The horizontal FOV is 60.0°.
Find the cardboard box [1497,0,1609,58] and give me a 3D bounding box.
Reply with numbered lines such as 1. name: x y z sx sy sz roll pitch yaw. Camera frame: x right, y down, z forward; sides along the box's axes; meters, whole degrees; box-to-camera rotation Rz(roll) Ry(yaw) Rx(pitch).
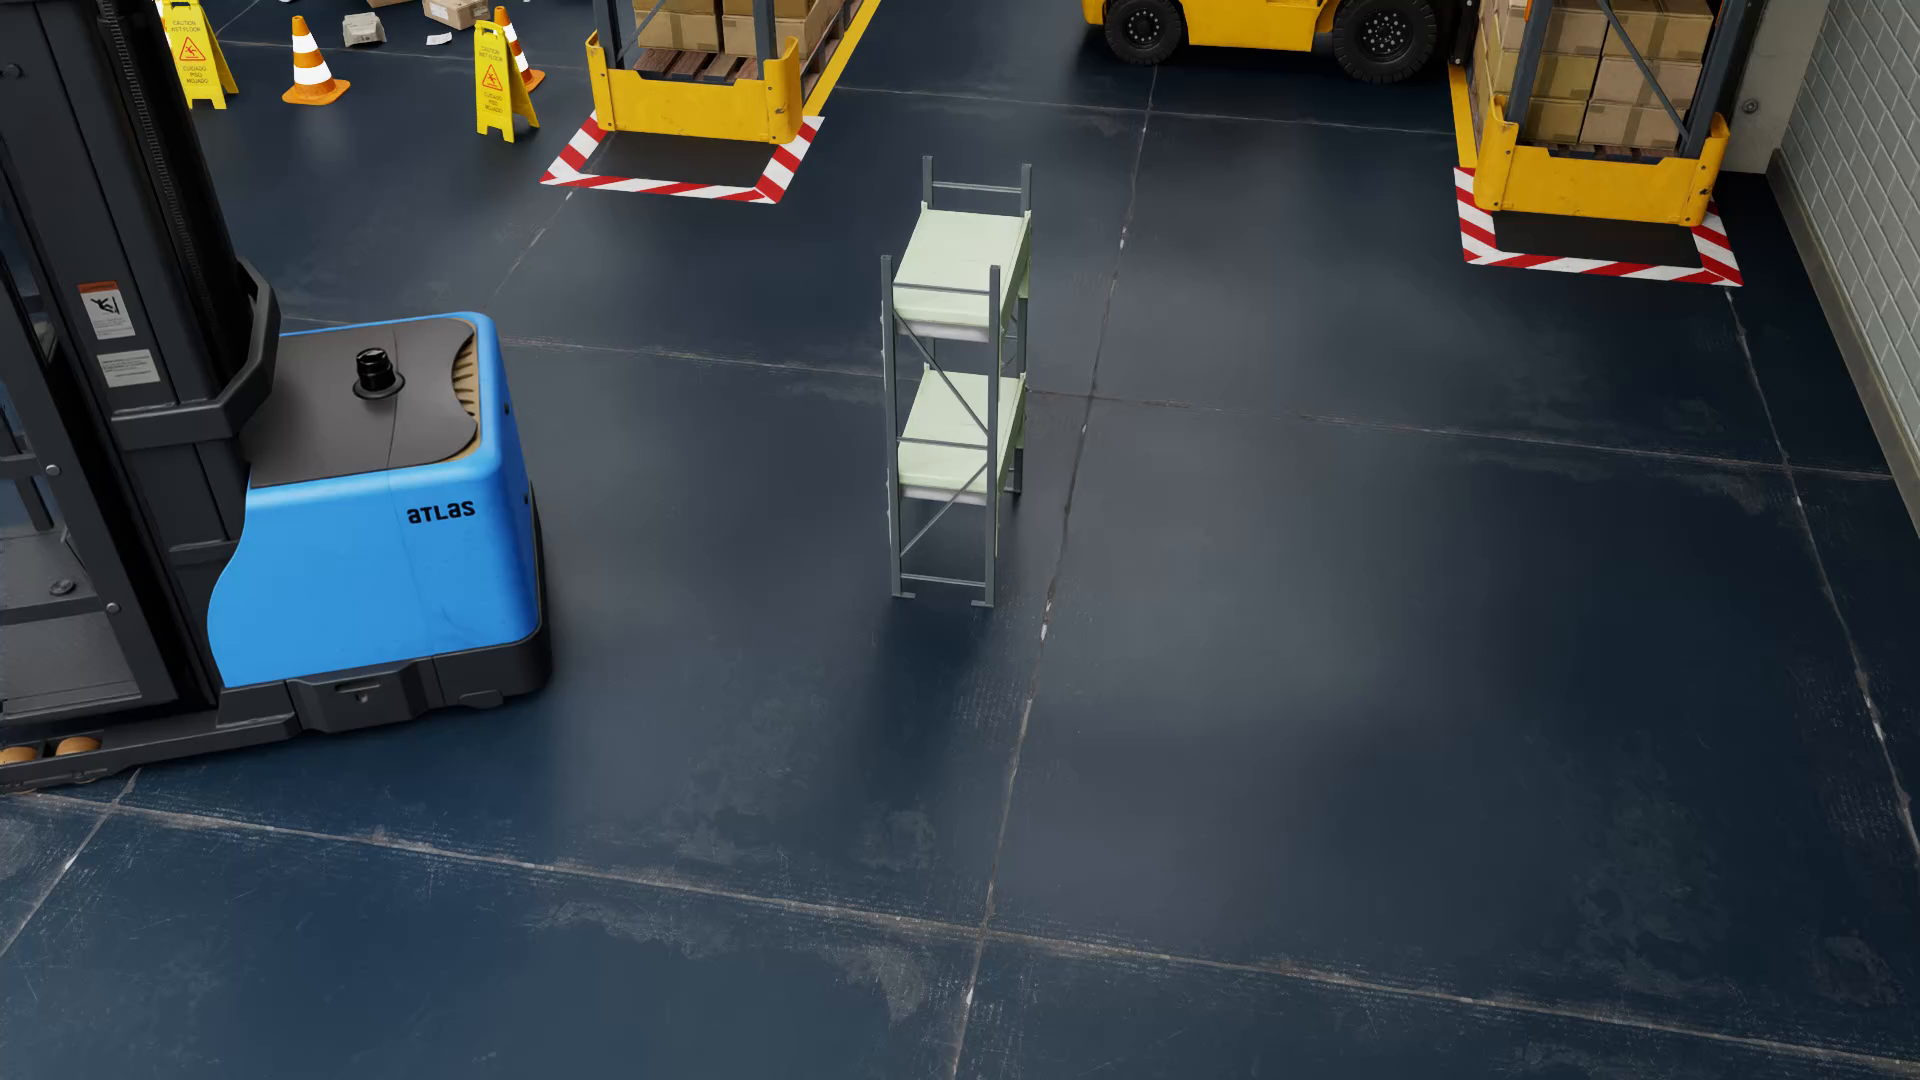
1. cardboard box: 3.140 -2.795 8.820 0.500 0.250 0.500 8 40 9

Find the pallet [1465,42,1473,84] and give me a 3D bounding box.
1. pallet: 3.672 -3.157 10.403 1.003 0.211 1.213 6 40 8

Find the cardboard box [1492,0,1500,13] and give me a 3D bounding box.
1. cardboard box: 3.222 -3.116 9.208 0.500 0.250 0.500 7 40 8

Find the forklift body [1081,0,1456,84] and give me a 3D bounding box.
1. forklift body: 1.899 -4.048 9.958 2.313 2.155 1.214 6 40 8

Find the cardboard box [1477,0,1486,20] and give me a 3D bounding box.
1. cardboard box: 3.310 -3.258 9.773 0.500 0.250 0.500 6 40 7

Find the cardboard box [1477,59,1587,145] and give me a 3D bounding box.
1. cardboard box: 3.137 -2.416 9.146 0.500 0.250 0.500 7 40 8

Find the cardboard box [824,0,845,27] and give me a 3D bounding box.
1. cardboard box: -1.014 -3.426 10.368 0.500 0.250 0.500 8 40 9

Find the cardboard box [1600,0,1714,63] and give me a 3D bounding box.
1. cardboard box: 3.637 -2.752 8.768 0.500 0.250 0.500 6 40 7

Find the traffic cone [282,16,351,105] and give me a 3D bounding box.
1. traffic cone: -3.870 -2.872 9.861 0.336 0.463 0.334 6 40 8

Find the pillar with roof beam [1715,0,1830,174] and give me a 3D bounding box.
1. pillar with roof beam: 0.135 -6.108 7.076 9.100 9.000 0.400 6 40 8

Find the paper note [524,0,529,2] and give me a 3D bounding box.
1. paper note: -2.883 -3.629 11.131 0.032 0.001 0.123 6 40 8

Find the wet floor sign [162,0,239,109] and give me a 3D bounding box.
1. wet floor sign: -4.470 -2.867 9.712 0.267 0.644 0.232 0 40 0

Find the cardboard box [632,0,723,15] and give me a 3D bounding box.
1. cardboard box: -1.640 -3.452 9.810 0.500 0.500 0.500 7 40 8

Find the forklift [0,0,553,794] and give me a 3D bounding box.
1. forklift: -3.058 -0.633 5.215 3.031 2.935 1.130 -9 40 -11

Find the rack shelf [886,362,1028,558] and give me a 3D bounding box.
1. rack shelf: -0.001 -0.323 6.475 0.431 0.370 0.720 6 40 8

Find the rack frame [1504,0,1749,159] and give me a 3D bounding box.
1. rack frame: 3.367 -2.984 8.005 1.000 3.000 0.127 6 40 8

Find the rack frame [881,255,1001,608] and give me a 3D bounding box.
1. rack frame: -0.064 -0.344 5.989 0.400 1.500 0.023 6 40 8

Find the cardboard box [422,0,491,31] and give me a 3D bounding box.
1. cardboard box: -3.285 -3.475 10.836 0.380 0.149 0.250 28 47 30

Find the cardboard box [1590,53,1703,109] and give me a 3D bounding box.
1. cardboard box: 3.653 -2.551 8.917 0.500 0.250 0.500 7 40 8

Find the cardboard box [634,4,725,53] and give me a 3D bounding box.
1. cardboard box: -1.643 -3.183 10.074 0.500 0.250 0.500 6 40 7

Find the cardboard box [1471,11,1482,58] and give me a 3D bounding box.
1. cardboard box: 3.328 -3.040 9.901 0.500 0.250 0.500 7 40 8

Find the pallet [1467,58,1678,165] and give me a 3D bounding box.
1. pallet: 3.458 -2.394 9.479 1.003 0.211 1.213 6 40 8

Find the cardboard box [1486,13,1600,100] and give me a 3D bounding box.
1. cardboard box: 3.144 -2.619 8.999 0.500 0.250 0.500 6 40 7

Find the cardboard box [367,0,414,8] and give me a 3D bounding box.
1. cardboard box: -3.712 -3.948 11.130 0.797 0.503 0.637 -20 44 -23

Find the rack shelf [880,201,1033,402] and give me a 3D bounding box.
1. rack shelf: -0.001 -0.875 6.018 0.431 0.370 0.720 6 40 8

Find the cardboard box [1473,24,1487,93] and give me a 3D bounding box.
1. cardboard box: 3.233 -2.727 9.522 0.500 0.250 0.500 6 40 8

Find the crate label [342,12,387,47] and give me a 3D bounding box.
1. crate label: -3.795 -3.247 10.570 0.250 0.136 0.298 -13 41 -15

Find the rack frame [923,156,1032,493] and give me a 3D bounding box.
1. rack frame: 0.062 -0.804 6.545 0.400 1.500 0.023 6 40 8

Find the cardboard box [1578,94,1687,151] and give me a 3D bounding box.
1. cardboard box: 3.645 -2.373 9.094 0.500 0.250 0.500 7 40 8

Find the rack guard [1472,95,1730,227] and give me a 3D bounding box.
1. rack guard: 3.363 -2.005 8.783 1.175 0.500 0.348 6 40 8

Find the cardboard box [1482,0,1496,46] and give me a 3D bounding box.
1. cardboard box: 3.241 -2.932 9.378 0.500 0.250 0.500 6 40 7

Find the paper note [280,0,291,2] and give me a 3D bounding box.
1. paper note: -4.479 -3.637 11.126 0.144 0.017 0.142 20 44 23

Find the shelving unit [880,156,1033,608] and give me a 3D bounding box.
1. shelving unit: -0.001 -0.574 6.267 0.431 1.500 0.755 6 40 8

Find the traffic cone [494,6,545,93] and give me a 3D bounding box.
1. traffic cone: -2.718 -2.963 9.971 0.336 0.463 0.334 6 40 8

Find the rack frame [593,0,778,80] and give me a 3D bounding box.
1. rack frame: -1.522 -3.529 8.664 1.000 3.000 0.127 6 40 8

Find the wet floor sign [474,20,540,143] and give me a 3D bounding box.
1. wet floor sign: -2.609 -2.620 9.413 0.267 0.644 0.232 20 44 23

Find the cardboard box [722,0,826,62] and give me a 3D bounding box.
1. cardboard box: -1.110 -3.107 9.982 0.500 0.250 0.500 6 40 7

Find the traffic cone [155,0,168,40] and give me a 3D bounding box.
1. traffic cone: -4.924 -3.210 10.270 0.336 0.463 0.334 6 40 8

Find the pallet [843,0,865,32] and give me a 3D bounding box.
1. pallet: -1.120 -3.771 11.146 1.003 0.211 1.213 6 40 8

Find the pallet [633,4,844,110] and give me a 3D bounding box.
1. pallet: -1.334 -3.008 10.222 1.003 0.211 1.213 6 40 8

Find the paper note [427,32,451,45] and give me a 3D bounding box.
1. paper note: -3.319 -3.197 10.593 0.148 0.019 0.142 -6 40 -8

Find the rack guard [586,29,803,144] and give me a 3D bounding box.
1. rack guard: -1.509 -2.613 9.518 1.175 0.500 0.348 6 40 8

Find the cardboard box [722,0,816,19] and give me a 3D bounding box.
1. cardboard box: -1.107 -3.411 9.761 0.500 0.500 0.500 5 40 6

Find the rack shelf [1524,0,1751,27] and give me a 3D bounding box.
1. rack shelf: 3.713 -3.962 9.752 1.077 0.370 4.000 6 40 8
